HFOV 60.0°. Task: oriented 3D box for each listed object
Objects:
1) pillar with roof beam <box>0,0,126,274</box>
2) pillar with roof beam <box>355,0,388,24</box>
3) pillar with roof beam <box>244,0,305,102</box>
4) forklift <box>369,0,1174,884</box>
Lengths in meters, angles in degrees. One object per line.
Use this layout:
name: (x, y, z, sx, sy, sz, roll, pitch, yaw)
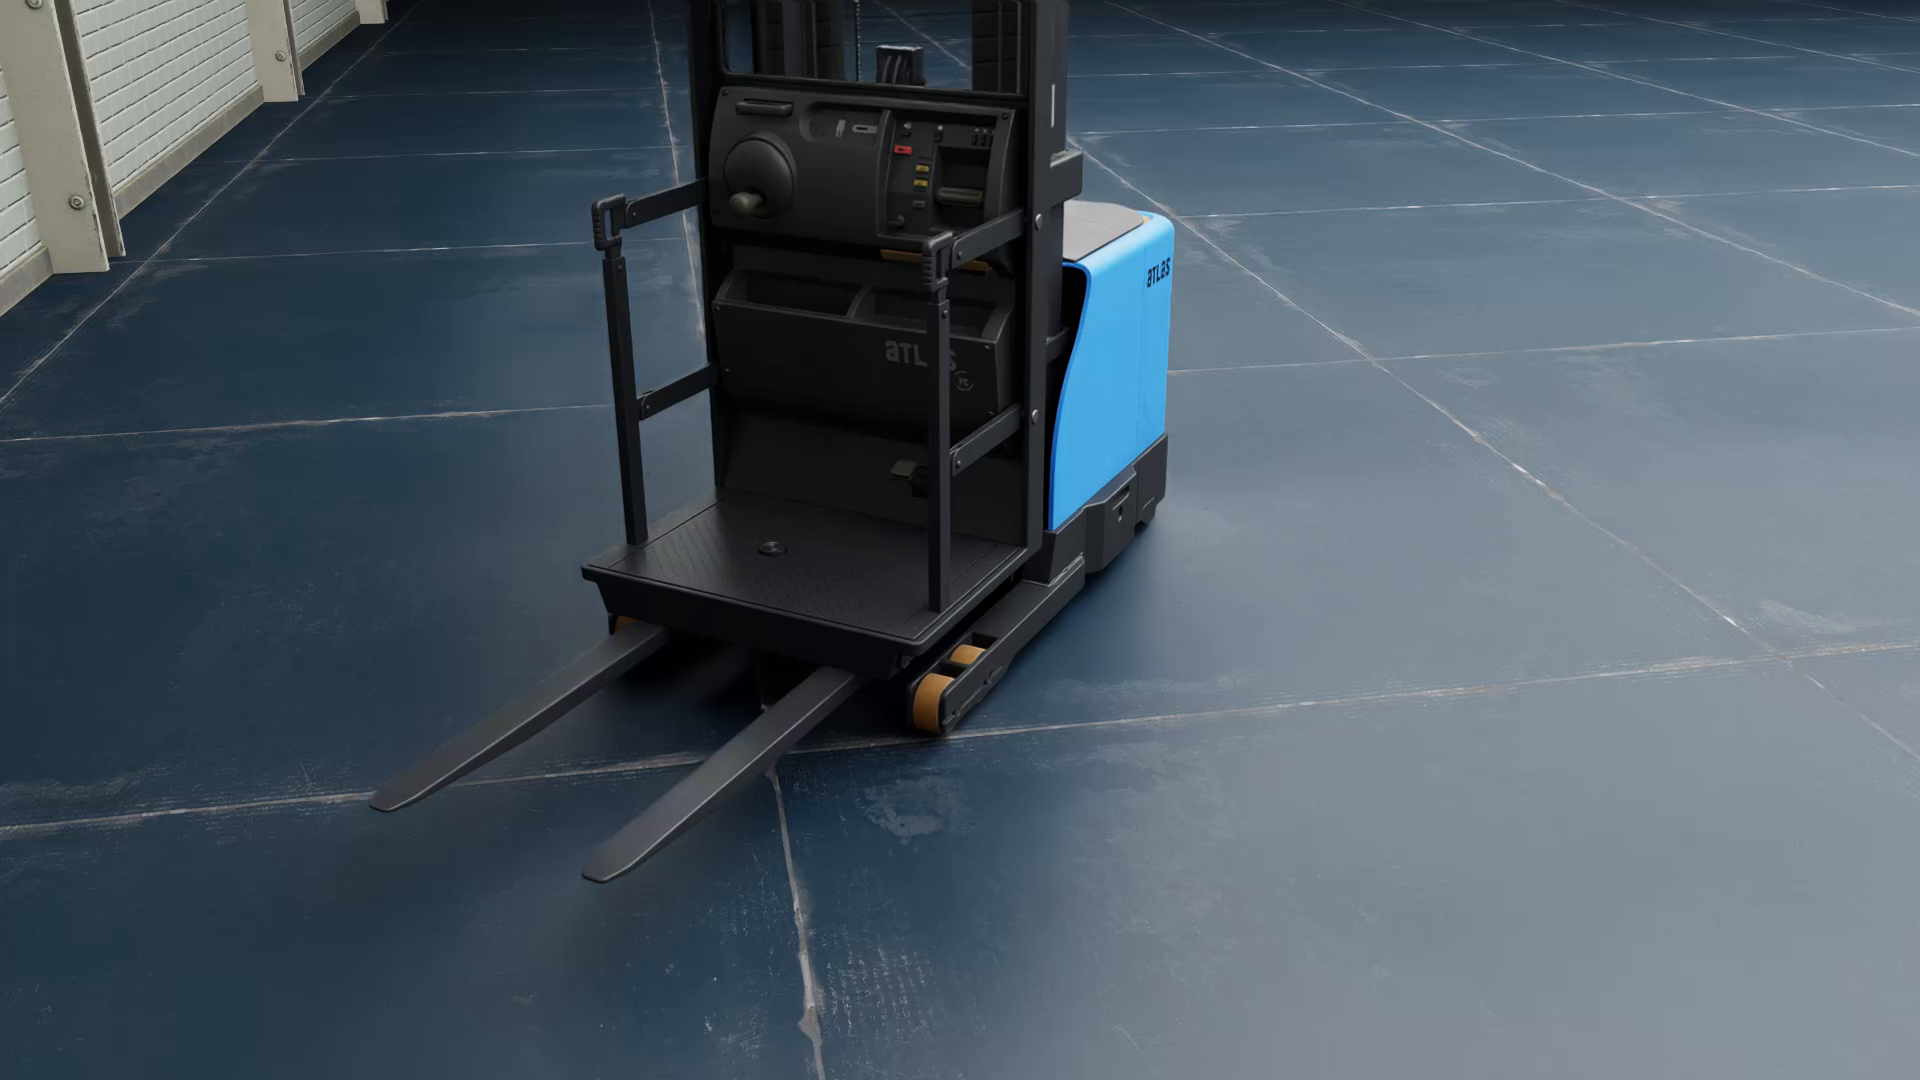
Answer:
pillar with roof beam: (-0.641, -5.984, 8.208, 9.100, 9.000, 0.400, -4, 24, -10)
pillar with roof beam: (-2.860, -10.704, 19.016, 9.100, 9.000, 0.400, -4, 24, -10)
pillar with roof beam: (-1.750, -8.344, 13.612, 9.100, 9.000, 0.400, -4, 24, -10)
forklift: (-0.379, -1.014, 4.409, 1.130, 2.935, 3.031, 11, 26, 24)
